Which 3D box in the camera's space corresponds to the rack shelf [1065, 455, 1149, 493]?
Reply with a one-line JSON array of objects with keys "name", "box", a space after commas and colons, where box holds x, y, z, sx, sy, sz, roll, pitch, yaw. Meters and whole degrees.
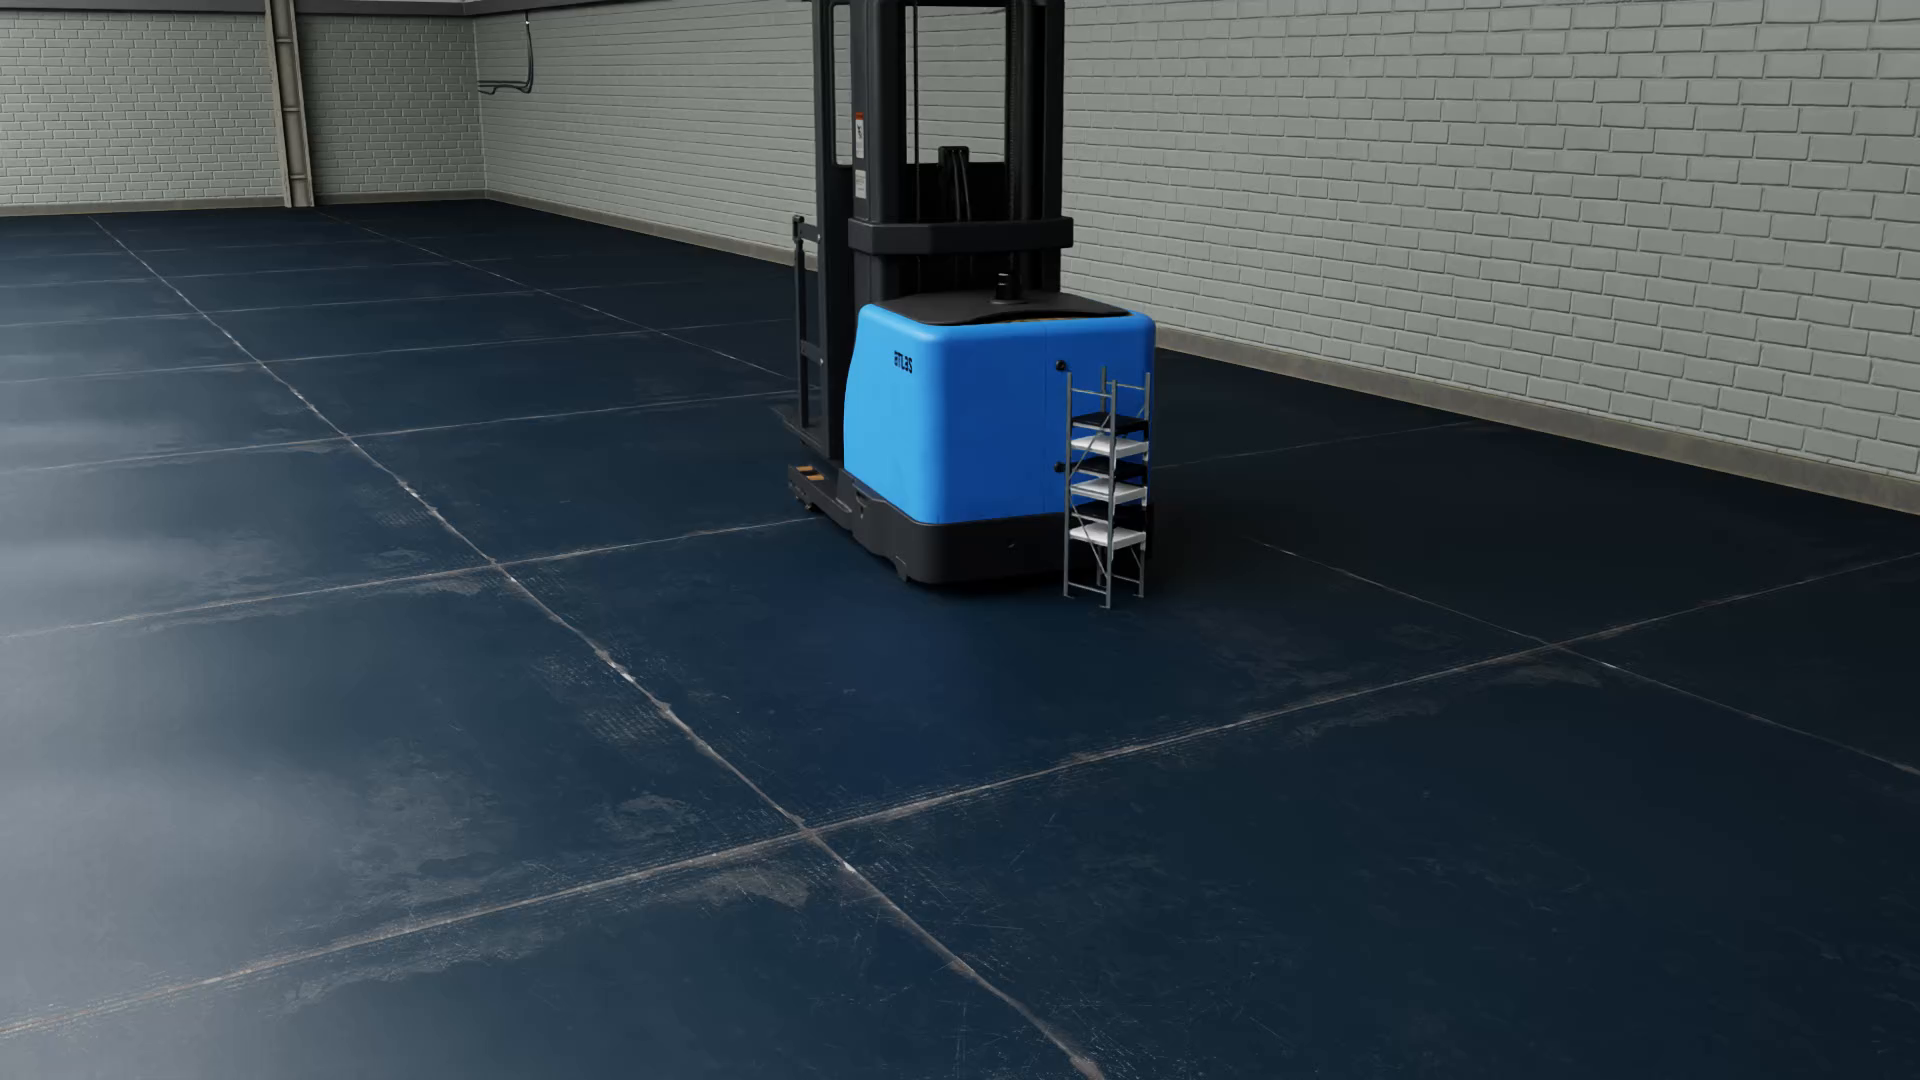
[{"name": "rack shelf", "box": [0.569, -0.260, 6.459, 0.258, 0.077, 0.200, 15, 22, 43]}]

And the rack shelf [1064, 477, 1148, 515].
[{"name": "rack shelf", "box": [0.569, -0.173, 6.483, 0.258, 0.077, 0.200, 15, 22, 43]}]

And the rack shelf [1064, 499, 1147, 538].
[{"name": "rack shelf", "box": [0.569, -0.086, 6.508, 0.258, 0.077, 0.200, 15, 22, 43]}]

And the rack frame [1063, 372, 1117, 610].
[{"name": "rack frame", "box": [0.498, -0.186, 6.405, 0.240, 0.900, 0.006, 15, 22, 43]}]

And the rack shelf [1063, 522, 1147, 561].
[{"name": "rack shelf", "box": [0.569, 0.000, 6.532, 0.258, 0.077, 0.200, 15, 22, 43]}]

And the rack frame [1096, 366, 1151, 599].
[{"name": "rack frame", "box": [0.641, -0.225, 6.544, 0.240, 0.900, 0.006, 15, 22, 43]}]

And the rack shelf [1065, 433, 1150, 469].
[{"name": "rack shelf", "box": [0.569, -0.346, 6.435, 0.258, 0.077, 0.200, 15, 22, 43]}]

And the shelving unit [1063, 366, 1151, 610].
[{"name": "shelving unit", "box": [0.569, -0.205, 6.474, 0.258, 0.900, 0.210, 15, 22, 43]}]

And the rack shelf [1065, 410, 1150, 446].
[{"name": "rack shelf", "box": [0.569, -0.433, 6.410, 0.258, 0.077, 0.200, 15, 22, 43]}]

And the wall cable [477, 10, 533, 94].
[{"name": "wall cable", "box": [-7.165, -8.185, 25.690, 0.112, 2.526, 3.097, -9, 18, -30]}]

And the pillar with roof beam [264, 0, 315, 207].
[{"name": "pillar with roof beam", "box": [-8.154, -8.581, 21.348, 0.400, 9.000, 9.100, -9, 18, -30]}]

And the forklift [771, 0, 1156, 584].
[{"name": "forklift", "box": [-0.197, -1.593, 7.663, 1.130, 2.935, 3.031, -6, 17, -20]}]
